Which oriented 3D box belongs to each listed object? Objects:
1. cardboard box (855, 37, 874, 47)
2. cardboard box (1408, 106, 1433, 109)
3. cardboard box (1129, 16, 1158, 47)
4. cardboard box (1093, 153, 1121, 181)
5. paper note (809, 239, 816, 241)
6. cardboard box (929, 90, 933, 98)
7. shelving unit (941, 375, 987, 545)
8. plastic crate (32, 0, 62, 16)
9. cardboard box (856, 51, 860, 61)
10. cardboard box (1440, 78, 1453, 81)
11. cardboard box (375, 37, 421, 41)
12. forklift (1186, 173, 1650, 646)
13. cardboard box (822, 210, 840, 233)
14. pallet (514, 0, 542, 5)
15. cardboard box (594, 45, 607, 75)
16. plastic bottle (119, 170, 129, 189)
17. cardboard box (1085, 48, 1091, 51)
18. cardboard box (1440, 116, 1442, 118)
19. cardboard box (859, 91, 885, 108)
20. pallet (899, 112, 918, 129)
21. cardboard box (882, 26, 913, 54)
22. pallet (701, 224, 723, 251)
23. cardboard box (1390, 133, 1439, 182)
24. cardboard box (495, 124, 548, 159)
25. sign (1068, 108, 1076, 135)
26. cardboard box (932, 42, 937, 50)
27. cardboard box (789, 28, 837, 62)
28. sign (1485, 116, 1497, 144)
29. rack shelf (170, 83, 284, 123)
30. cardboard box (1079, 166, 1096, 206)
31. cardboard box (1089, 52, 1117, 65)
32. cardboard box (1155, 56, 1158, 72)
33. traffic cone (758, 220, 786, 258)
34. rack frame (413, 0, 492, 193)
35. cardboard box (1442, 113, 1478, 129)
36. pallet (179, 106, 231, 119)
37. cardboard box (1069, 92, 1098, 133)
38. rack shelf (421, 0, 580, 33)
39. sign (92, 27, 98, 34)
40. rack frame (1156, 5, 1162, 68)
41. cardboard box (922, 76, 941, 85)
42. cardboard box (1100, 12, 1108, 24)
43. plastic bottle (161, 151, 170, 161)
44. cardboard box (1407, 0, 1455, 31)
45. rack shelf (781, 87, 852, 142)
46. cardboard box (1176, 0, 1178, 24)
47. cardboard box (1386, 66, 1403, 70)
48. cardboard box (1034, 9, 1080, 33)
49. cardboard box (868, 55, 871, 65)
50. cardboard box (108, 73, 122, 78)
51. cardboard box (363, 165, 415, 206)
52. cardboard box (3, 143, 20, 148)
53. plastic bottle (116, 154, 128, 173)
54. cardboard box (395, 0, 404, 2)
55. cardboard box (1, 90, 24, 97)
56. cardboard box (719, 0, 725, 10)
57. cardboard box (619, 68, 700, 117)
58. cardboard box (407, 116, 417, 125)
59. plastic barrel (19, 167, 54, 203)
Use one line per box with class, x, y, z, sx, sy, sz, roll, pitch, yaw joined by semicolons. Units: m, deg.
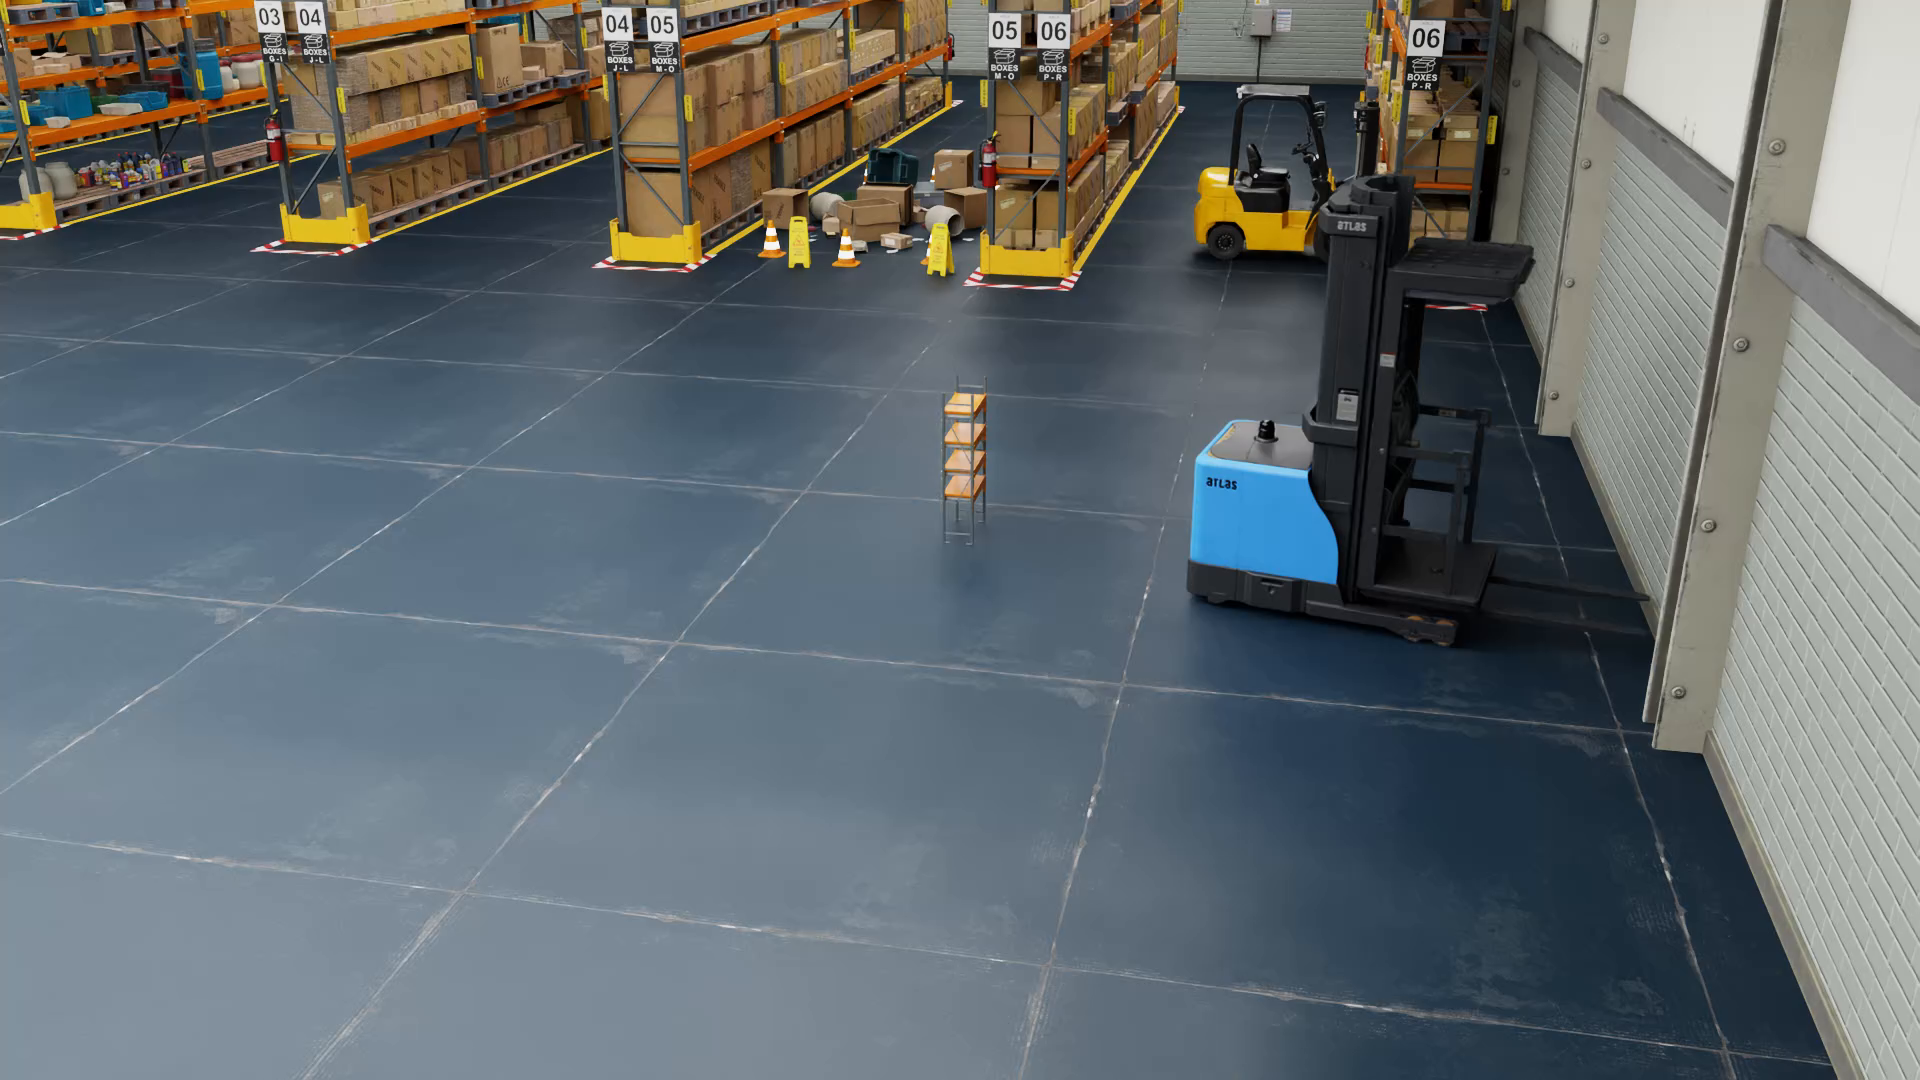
cardboard box;-1.787;-9.148;30.530;0.380;0.149;0.250;4;22;10
cardboard box;5.615;-5.247;20.467;0.380;0.149;0.250;5;22;12
cardboard box;3.346;-9.328;30.528;0.500;0.500;0.500;5;22;12
cardboard box;2.046;-5.950;26.567;0.950;0.372;0.625;5;23;13
paper note;-2.052;-4.193;23.226;0.144;0.017;0.142;13;25;29
cardboard box;-0.786;-9.409;35.056;0.380;0.149;0.250;5;22;12
shelving unit;0.034;-0.617;12.780;0.258;1.200;0.503;4;22;11
plastic crate;-13.614;-8.039;24.805;0.392;0.384;0.575;4;22;11
cardboard box;-1.993;-8.643;29.674;0.380;0.149;0.250;4;22;9
cardboard box;7.065;-6.716;24.513;0.380;0.149;0.250;4;22;11
cardboard box;-8.485;-7.340;25.193;0.500;0.500;0.500;4;22;11
forklift;3.170;-0.878;11.110;3.031;2.935;1.130;9;24;22
cardboard box;-1.757;-4.568;23.839;0.396;0.266;0.258;8;23;20
pallet;-7.605;-8.921;27.226;1.213;0.211;1.003;4;22;11
cardboard box;-6.759;-8.875;30.741;0.500;0.500;0.500;4;22;9
plastic bottle;-12.970;-5.599;25.789;0.061;0.283;0.133;5;22;12
cardboard box;1.954;-7.574;26.550;0.500;0.500;0.500;5;22;12
cardboard box;6.360;-5.435;21.331;0.380;0.149;0.250;4;22;11
cardboard box;-1.693;-8.241;31.080;0.500;0.250;0.500;3;22;9
pallet;-1.474;-8.485;33.640;1.003;0.211;1.213;4;22;11
cardboard box;-1.229;-9.877;32.831;0.500;0.500;0.500;4;22;10
pallet;-3.938;-4.147;22.868;1.003;0.211;1.213;4;22;11
cardboard box;5.545;-4.671;20.302;0.500;0.500;0.500;4;22;10
cardboard box;-7.554;-6.869;28.651;0.700;0.500;0.500;6;23;15
sign;1.373;-5.162;20.496;0.100;0.325;0.005;4;22;11
cardboard box;-0.703;-10.460;35.147;0.380;0.149;0.250;5;22;12
cardboard box;-2.494;-8.415;28.259;0.700;0.500;0.500;4;22;11
sign;6.244;-4.818;19.538;0.100;0.325;0.005;4;22;11
rack shelf;-12.484;-7.795;29.157;1.077;0.370;4.000;4;22;11
cardboard box;1.595;-4.922;23.174;0.500;0.500;0.500;6;23;14
cardboard box;2.100;-7.090;24.479;0.380;0.149;0.250;4;22;11
cardboard box;3.445;-8.937;31.231;0.500;0.250;0.500;4;22;10
traffic cone;-2.527;-4.051;22.293;0.336;0.463;0.334;4;22;11
rack frame;-8.044;-7.020;26.269;1.000;3.000;0.127;4;22;11
cardboard box;5.979;-5.016;19.894;0.380;0.149;0.250;4;22;10
pallet;-16.238;-9.108;35.187;1.003;0.211;1.213;4;22;11
cardboard box;1.611;-5.889;22.927;0.500;0.500;0.500;5;22;12
rack shelf;-7.636;-8.809;27.659;1.077;0.370;4.000;4;22;11
sign;-16.381;-9.735;31.461;0.100;0.325;0.005;4;22;11
rack frame;3.290;-9.190;31.658;1.000;3.000;0.127;4;22;11
cardboard box;-0.620;-9.929;35.949;0.380;0.149;0.250;5;22;12
cardboard box;1.892;-7.401;23.535;0.380;0.149;0.250;5;22;11
plastic bottle;-12.883;-6.126;27.007;0.144;0.351;0.185;4;22;11
cardboard box;5.553;-6.284;19.596;0.500;0.500;0.500;5;23;13
rack shelf;-2.801;-7.003;27.189;1.077;0.370;4.000;4;22;11
cardboard box;4.241;-10.969;34.602;0.500;0.500;0.500;5;23;13
cardboard box;6.859;-7.313;25.995;0.380;0.149;0.250;5;22;12
cardboard box;1.205;-6.425;20.579;0.500;0.250;0.500;4;22;10
cardboard box;-1.835;-8.779;30.411;0.380;0.149;0.250;5;22;12
cardboard box;-20.290;-11.130;39.258;0.700;0.500;0.500;4;22;11
cardboard box;-8.482;-5.268;24.703;0.500;0.500;0.500;7;23;16
cardboard box;-17.208;-7.201;29.837;0.500;0.250;0.500;4;22;9
plastic bottle;-13.502;-6.040;26.793;0.144;0.351;0.185;4;22;9
cardboard box;-8.233;-7.812;23.886;0.380;0.149;0.250;4;22;9
cardboard box;-20.964;-10.029;36.054;0.750;0.750;0.750;5;22;12
cardboard box;-3.384;-7.221;22.392;0.380;0.149;0.250;4;22;11
cardboard box;-3.911;-5.845;21.706;0.875;0.550;0.550;4;22;11
cardboard box;-8.246;-6.169;24.493;0.380;0.149;0.250;4;22;11
plastic barrel;-13.649;-5.222;24.572;0.421;0.512;0.421;0;22;0
